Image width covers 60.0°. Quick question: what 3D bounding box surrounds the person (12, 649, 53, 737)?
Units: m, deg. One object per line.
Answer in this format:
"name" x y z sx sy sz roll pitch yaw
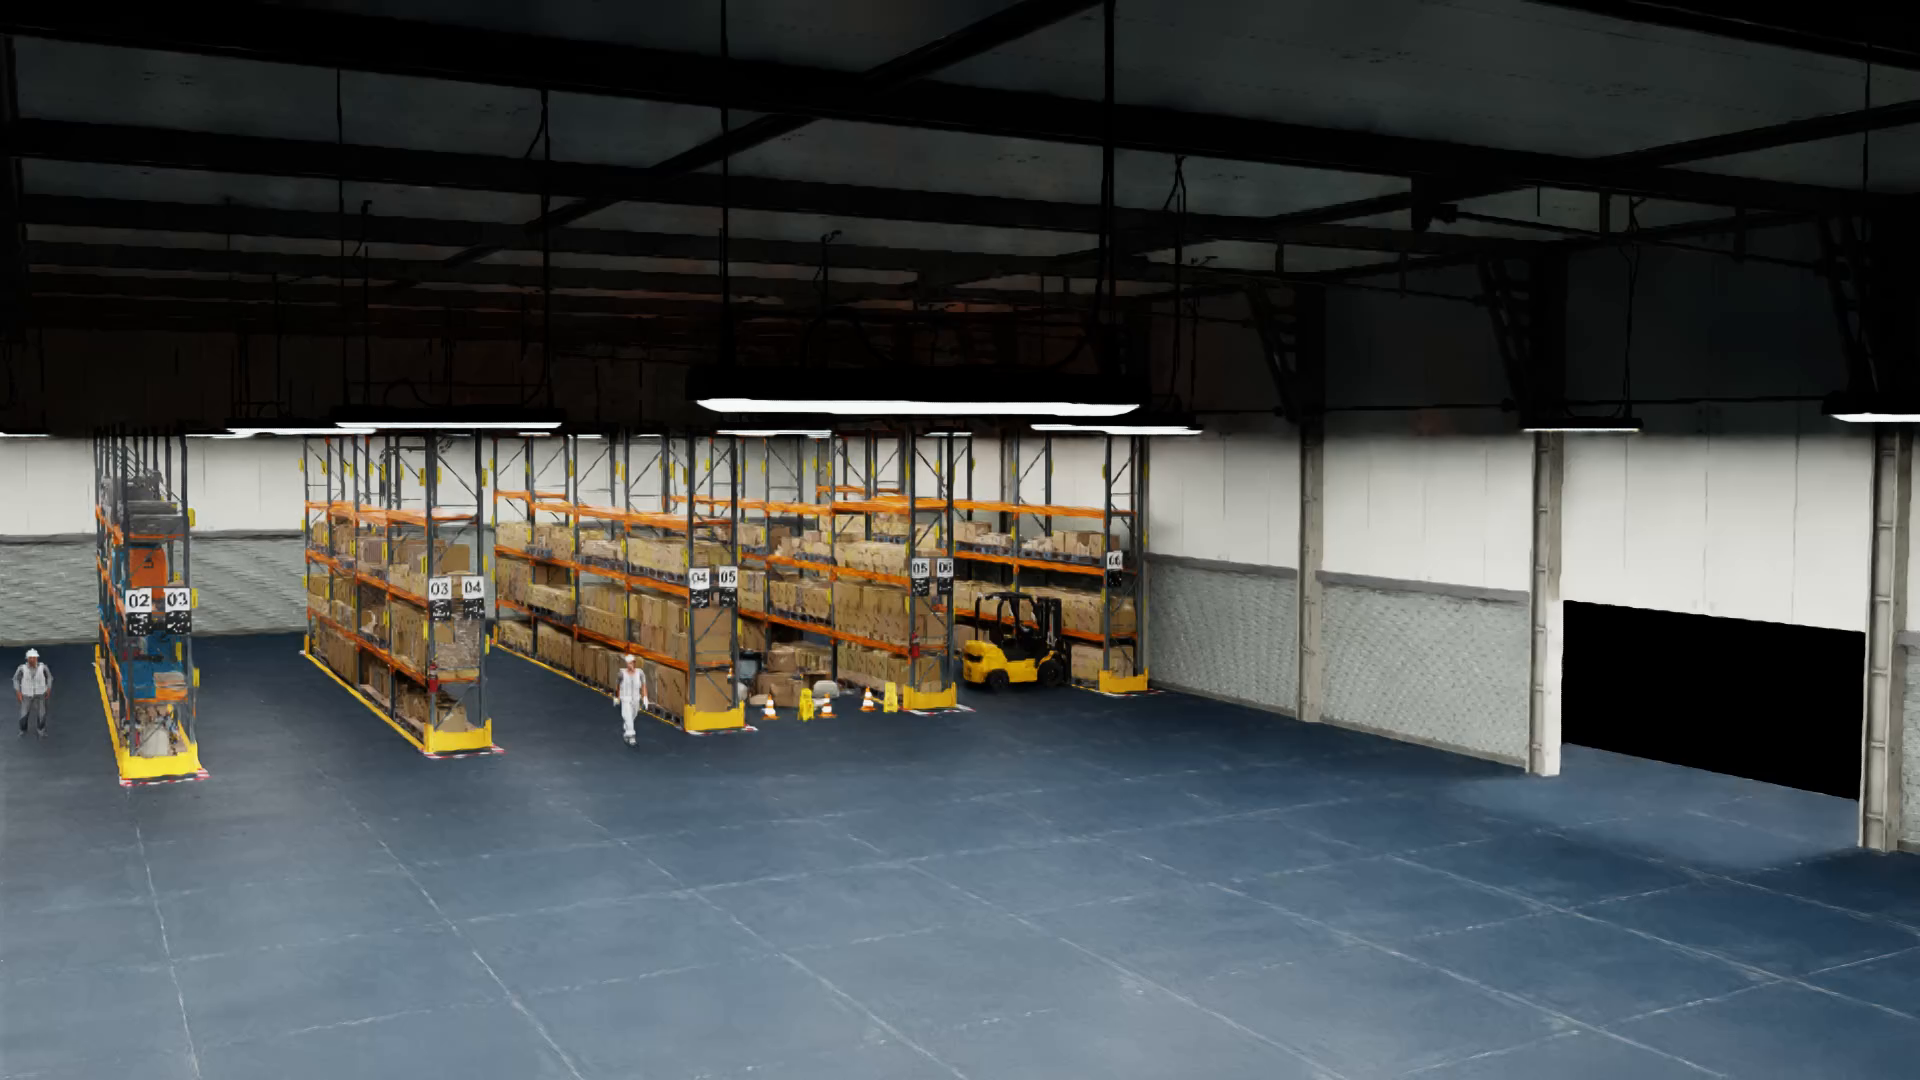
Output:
"person" -17.786 2.935 31.909 0.677 1.725 0.574 -2 4 -31

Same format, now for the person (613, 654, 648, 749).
"person" -6.117 2.977 30.982 0.565 1.736 1.045 -2 4 -30
